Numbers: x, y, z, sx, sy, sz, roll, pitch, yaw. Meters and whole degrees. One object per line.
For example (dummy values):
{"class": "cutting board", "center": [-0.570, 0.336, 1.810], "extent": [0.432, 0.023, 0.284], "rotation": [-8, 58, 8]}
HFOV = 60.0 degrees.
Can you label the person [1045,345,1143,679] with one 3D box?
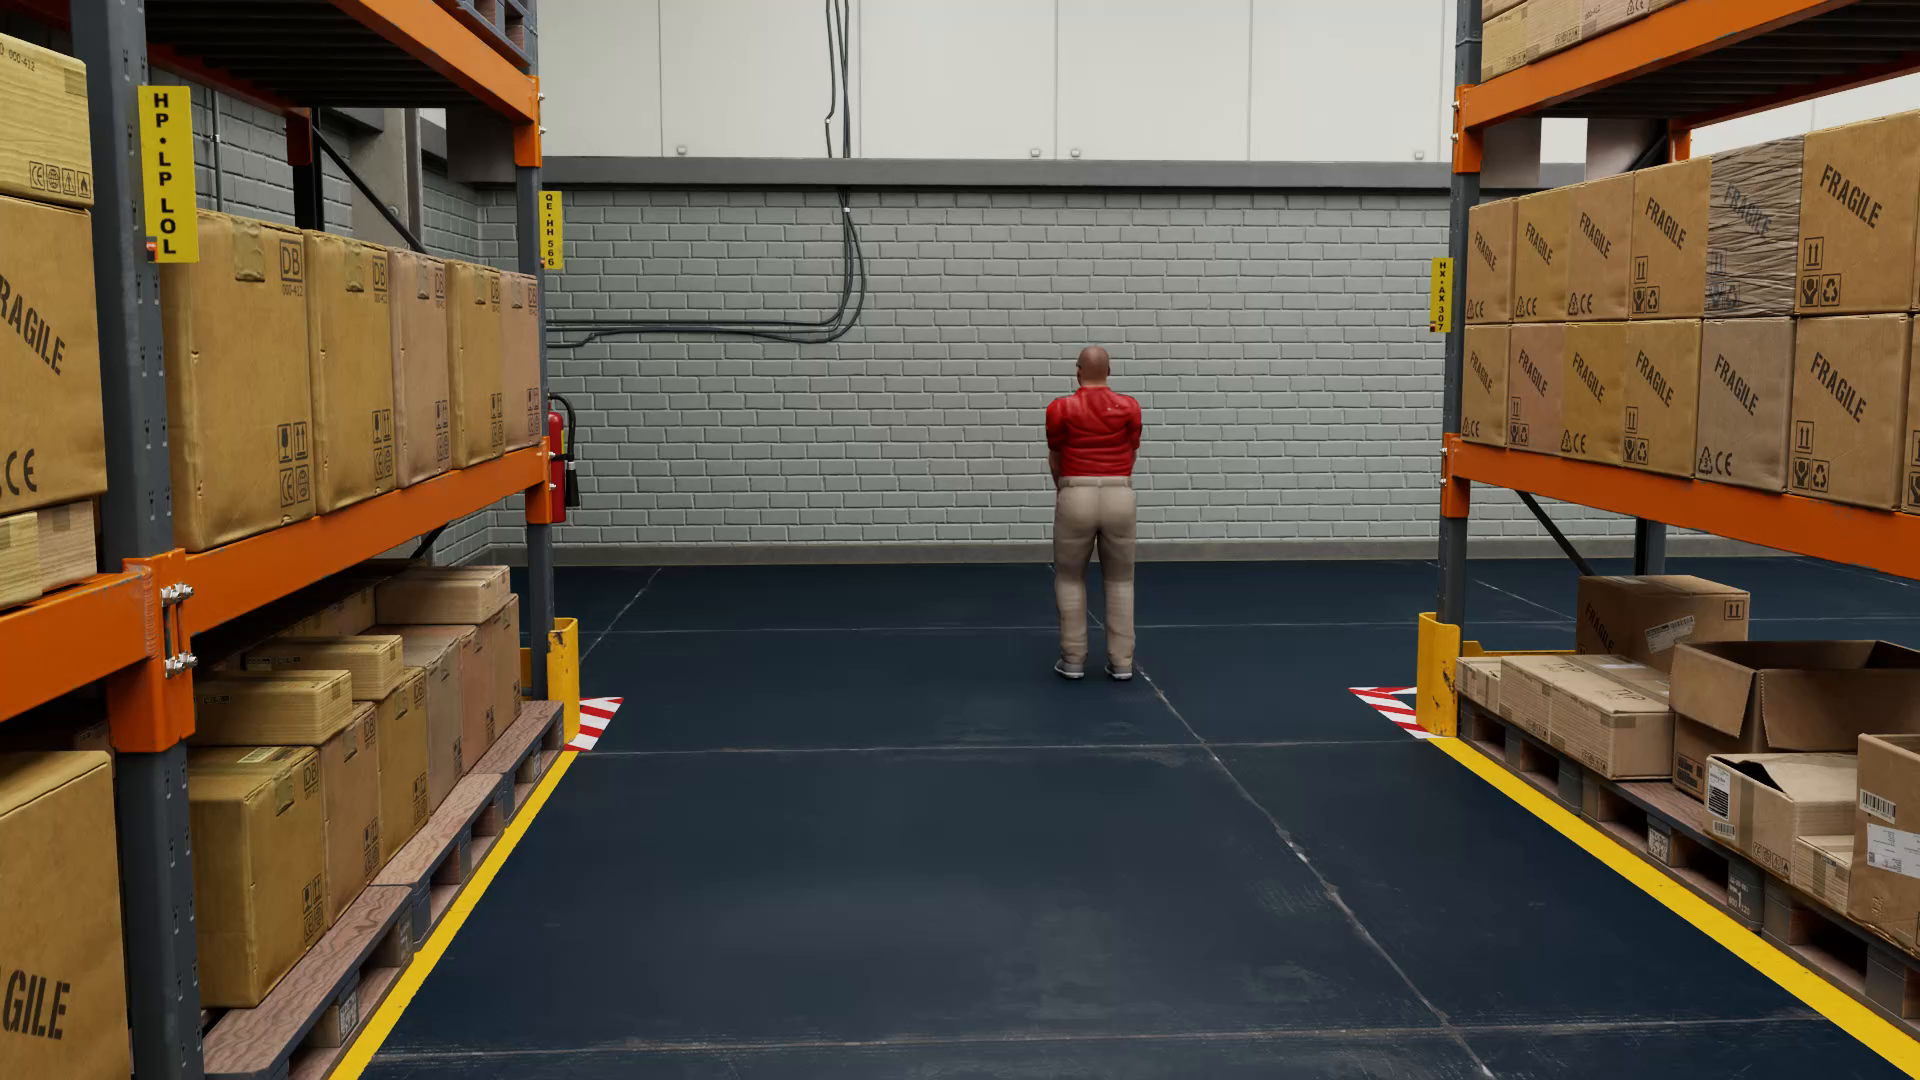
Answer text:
{"class": "person", "center": [0.671, -0.149, 8.611], "extent": [0.493, 1.712, 0.530], "rotation": [0, 7, -4]}
